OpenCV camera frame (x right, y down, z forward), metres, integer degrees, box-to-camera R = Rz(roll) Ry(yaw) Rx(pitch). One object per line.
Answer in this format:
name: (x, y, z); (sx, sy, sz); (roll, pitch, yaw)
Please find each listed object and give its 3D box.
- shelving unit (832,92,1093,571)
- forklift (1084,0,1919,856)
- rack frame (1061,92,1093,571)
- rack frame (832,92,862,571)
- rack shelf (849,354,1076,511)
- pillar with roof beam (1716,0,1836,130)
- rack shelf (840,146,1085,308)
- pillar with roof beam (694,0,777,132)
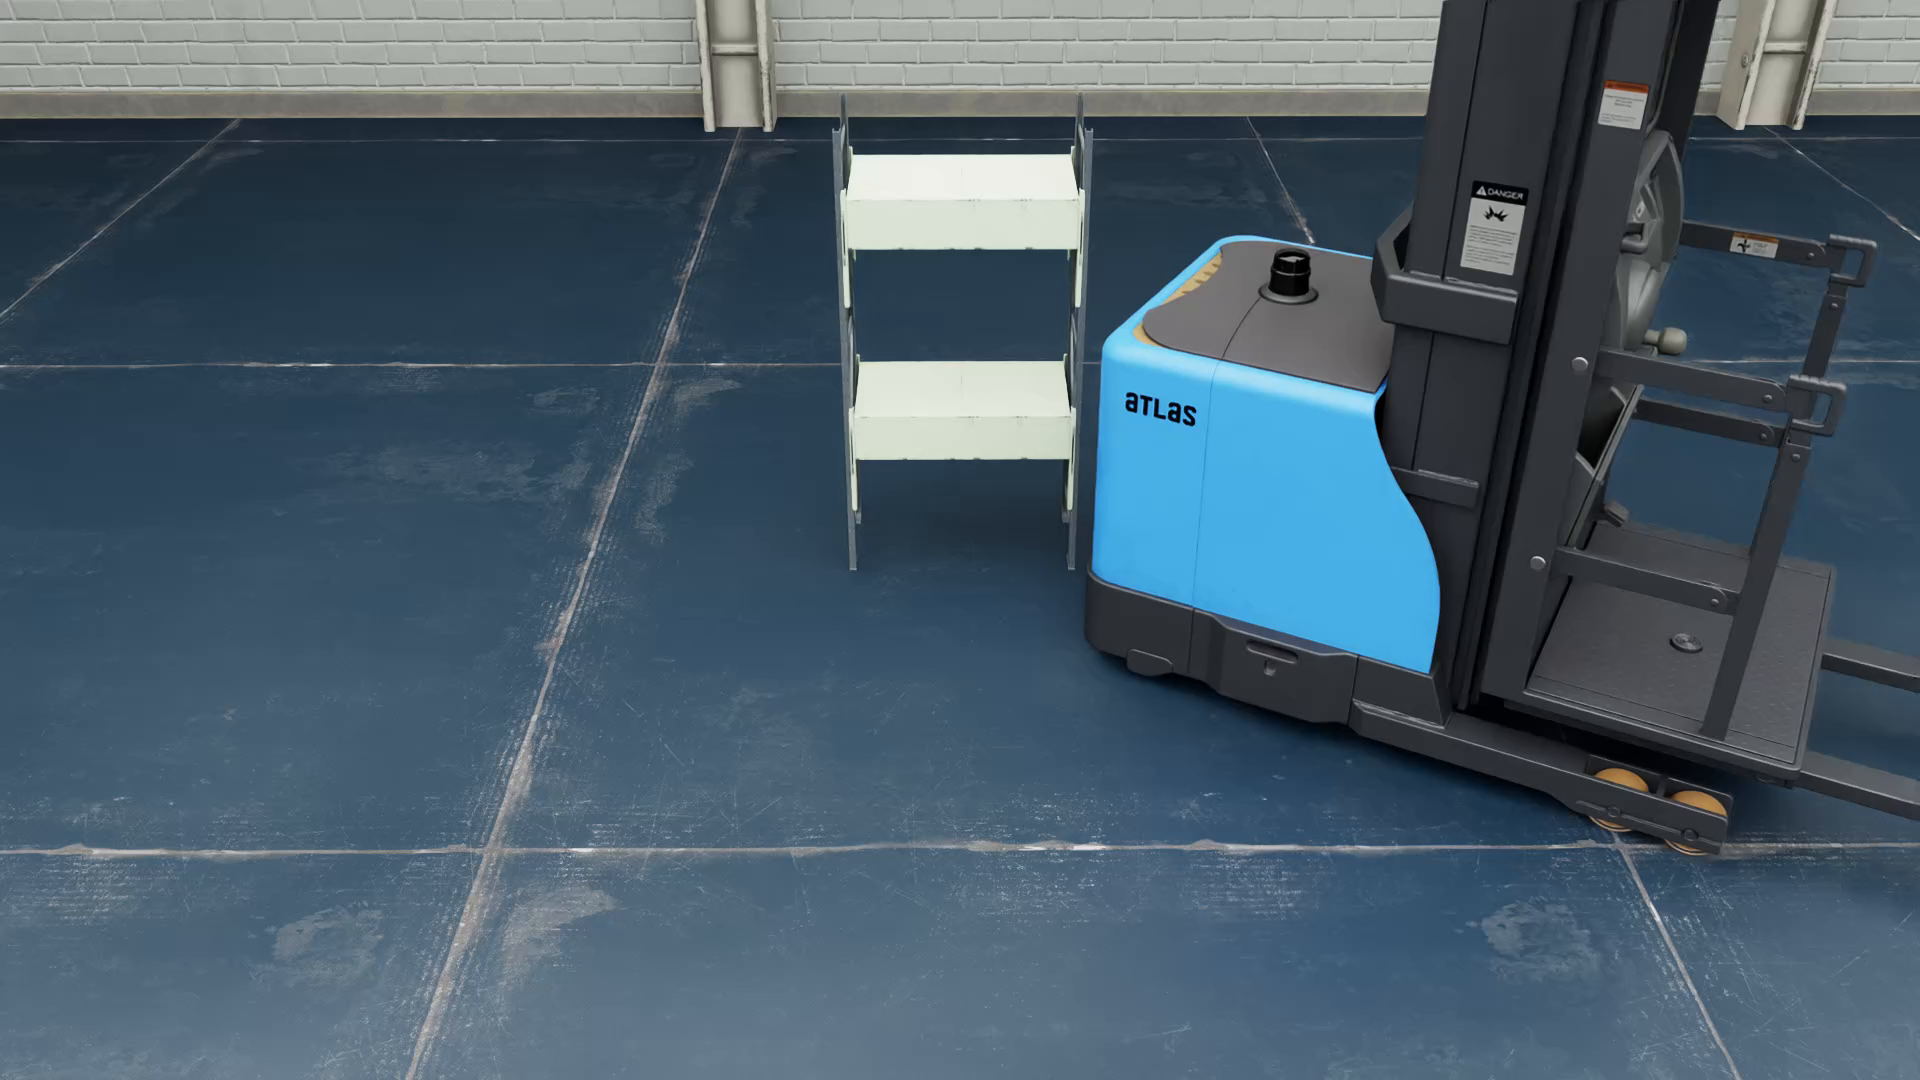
shelving unit: (0.007, -0.641, 5.361); (0.755, 1.500, 0.431); (0, 31, 0)
forklift: (1.924, -0.739, 4.143); (3.031, 2.935, 1.130); (16, 35, 24)
rack frame: (0.373, -0.642, 5.363); (0.023, 1.500, 0.400); (0, 31, 0)
rack frame: (-0.359, -0.640, 5.359); (0.023, 1.500, 0.400); (0, 31, 0)
rack shelf: (0.007, -0.363, 5.530); (0.720, 0.370, 0.431); (0, 31, 0)
pillar with roof beam: (4.739, -4.087, 3.811); (0.400, 9.000, 9.100); (0, 31, 0)
rack shelf: (0.007, -0.975, 5.159); (0.720, 0.370, 0.431); (0, 31, 0)
pillar with roof beam: (-1.261, -4.069, 3.781); (0.400, 9.000, 9.100); (0, 31, 0)
